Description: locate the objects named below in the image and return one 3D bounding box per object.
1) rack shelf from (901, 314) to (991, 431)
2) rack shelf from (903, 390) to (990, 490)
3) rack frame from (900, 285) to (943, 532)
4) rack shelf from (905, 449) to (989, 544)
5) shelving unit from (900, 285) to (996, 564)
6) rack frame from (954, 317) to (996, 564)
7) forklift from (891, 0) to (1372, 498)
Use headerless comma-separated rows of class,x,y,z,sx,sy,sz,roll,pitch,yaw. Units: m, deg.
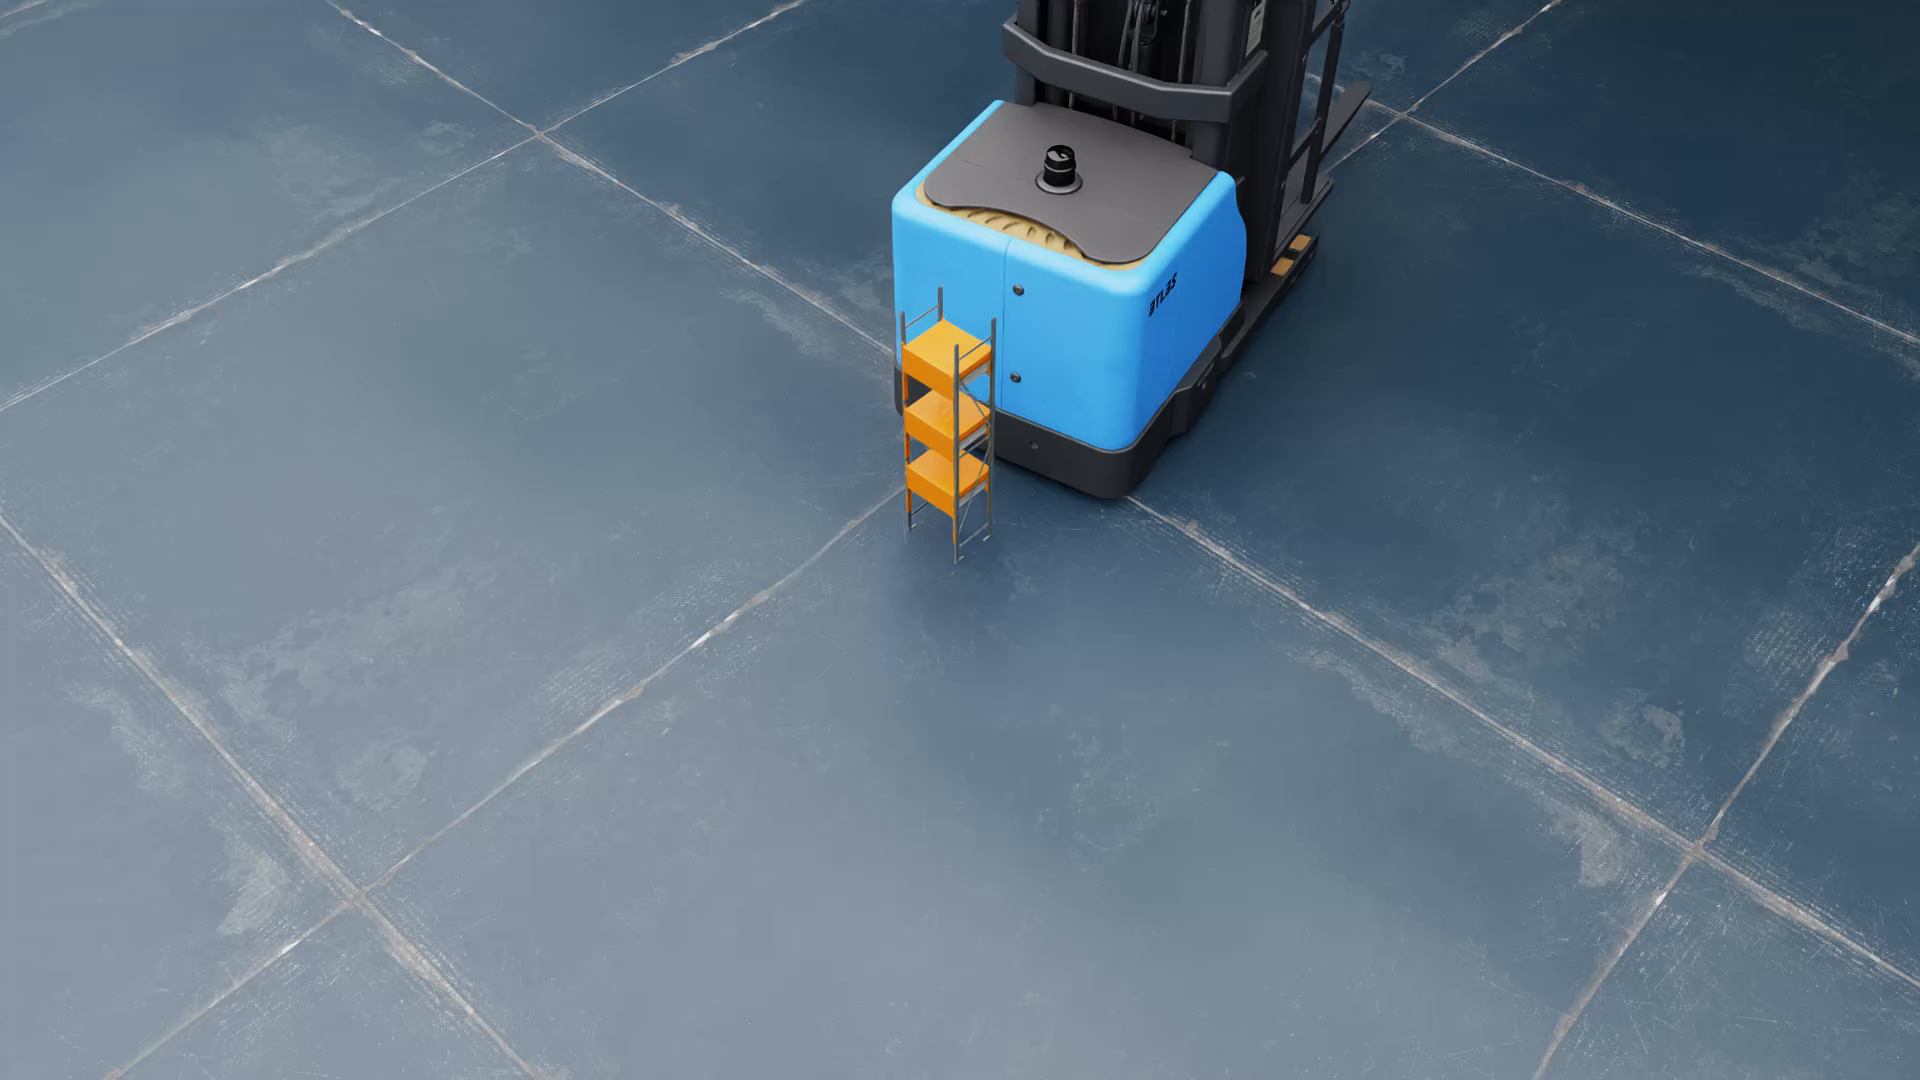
rack shelf,-0.039,-0.573,5.693,0.240,0.259,0.215,34,55,28
rack shelf,-0.039,-0.379,5.900,0.240,0.259,0.215,34,55,28
rack frame,-0.129,-0.446,5.949,0.008,1.050,0.200,34,55,28
rack shelf,-0.039,-0.188,6.102,0.240,0.259,0.215,34,55,28
shelving unit,-0.039,-0.386,5.892,0.252,1.050,0.215,34,55,28
rack frame,0.050,-0.325,5.835,0.008,1.050,0.200,34,55,28
forklift,0.923,-2.226,6.329,1.130,2.935,3.031,23,51,20
